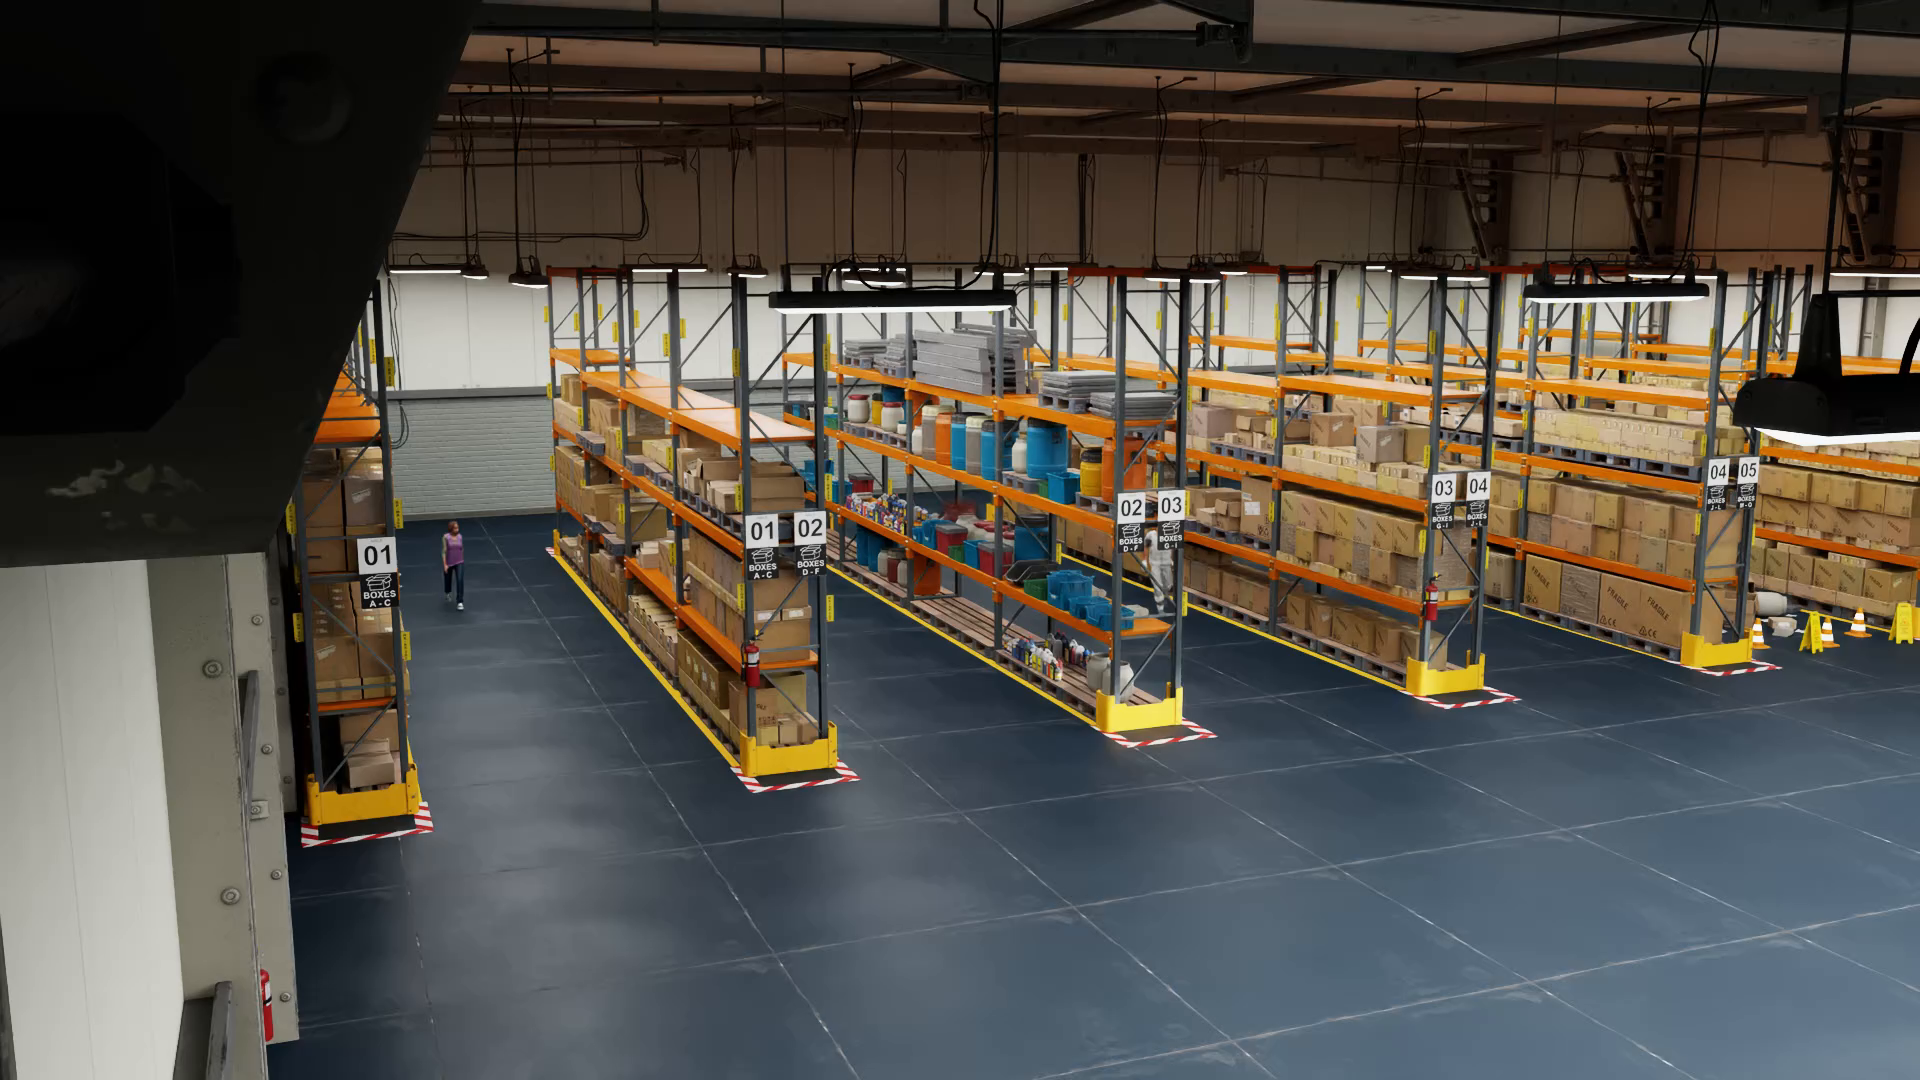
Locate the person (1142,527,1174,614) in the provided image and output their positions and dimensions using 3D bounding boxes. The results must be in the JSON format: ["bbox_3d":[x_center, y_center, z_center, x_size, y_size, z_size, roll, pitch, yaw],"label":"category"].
[{"bbox_3d":[3.490,0.415,29.227,0.604,1.757,0.738,-1,10,-5],"label":"person"}]

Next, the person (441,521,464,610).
[{"bbox_3d":[-9.051,0.415,29.672,0.391,1.550,0.899,-4,11,-22],"label":"person"}]
